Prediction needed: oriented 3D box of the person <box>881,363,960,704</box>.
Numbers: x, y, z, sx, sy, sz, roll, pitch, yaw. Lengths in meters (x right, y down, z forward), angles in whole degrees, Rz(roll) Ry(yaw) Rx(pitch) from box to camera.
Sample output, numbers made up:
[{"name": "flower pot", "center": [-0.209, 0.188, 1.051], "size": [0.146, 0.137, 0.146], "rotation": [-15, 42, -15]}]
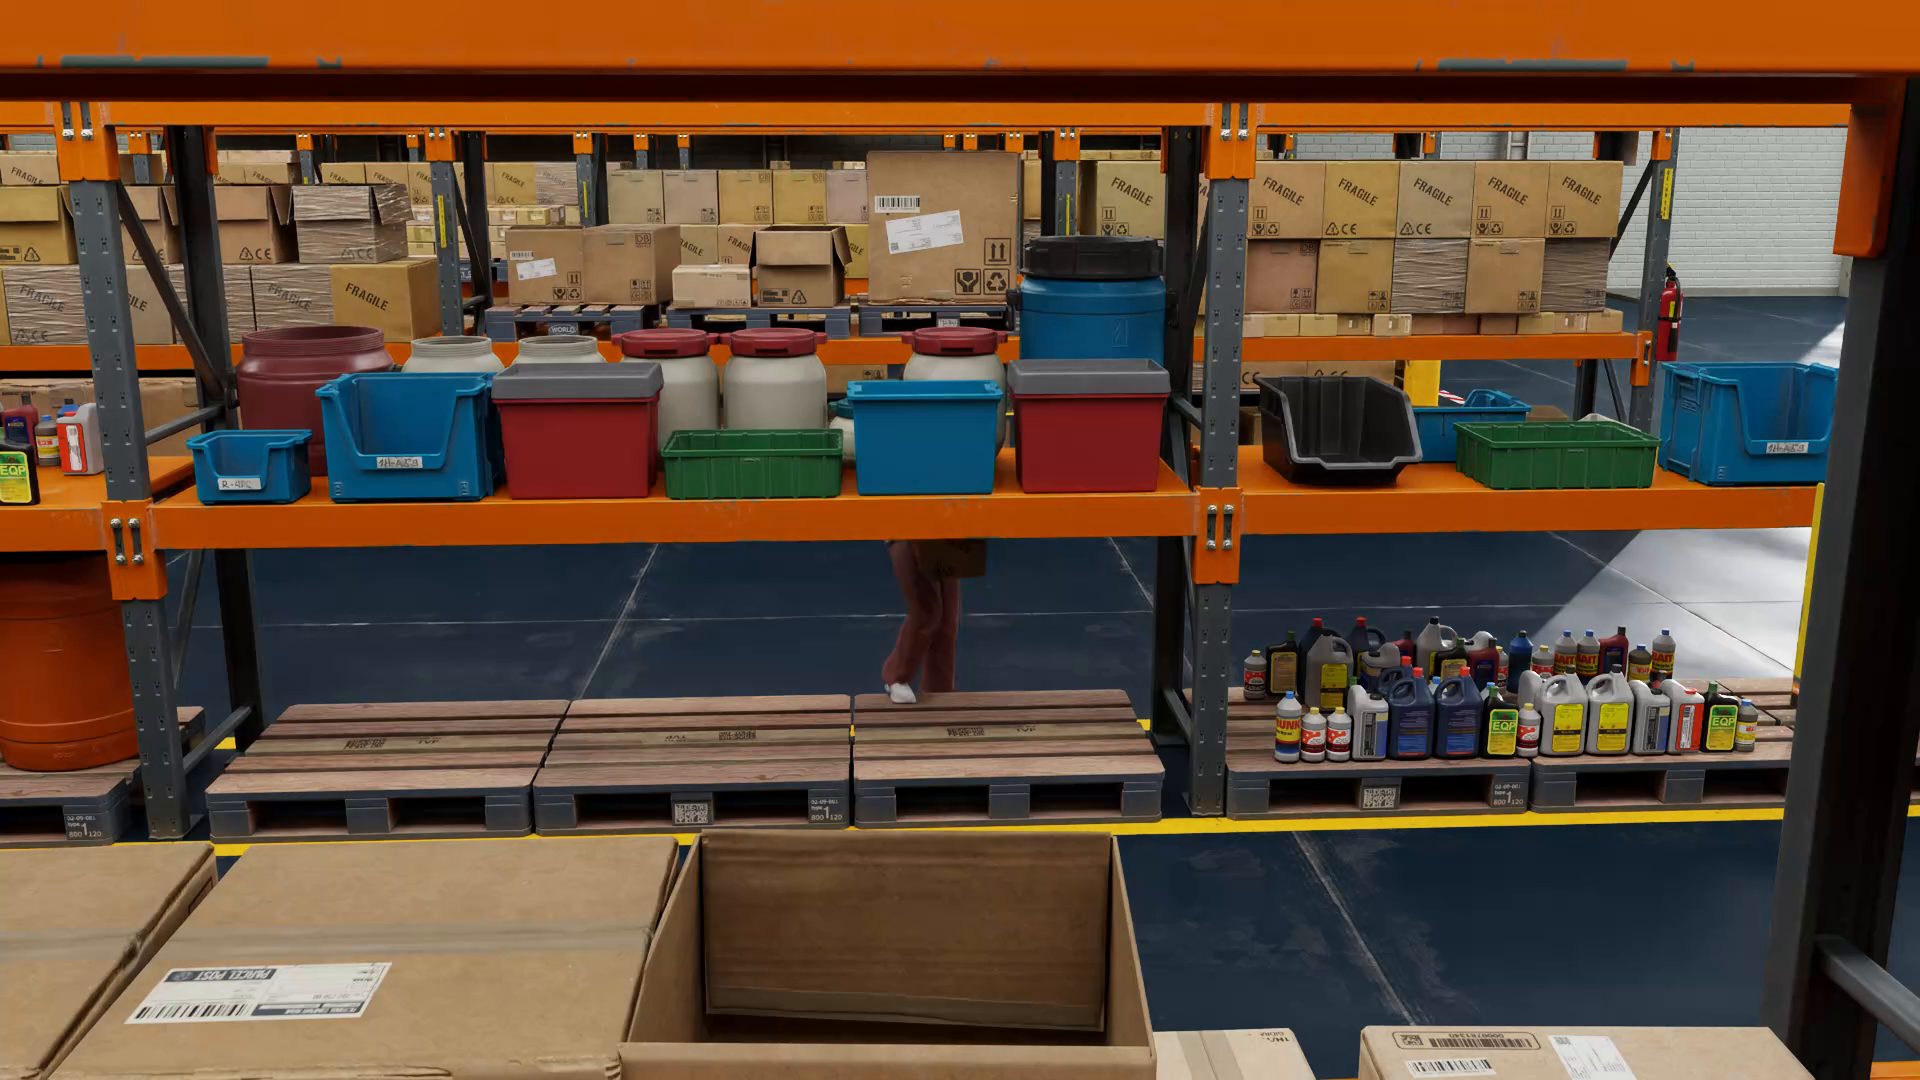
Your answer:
[{"name": "person", "center": [-0.130, 0.049, 7.276], "size": [0.484, 1.678, 0.550], "rotation": [-8, 16, -29]}]
